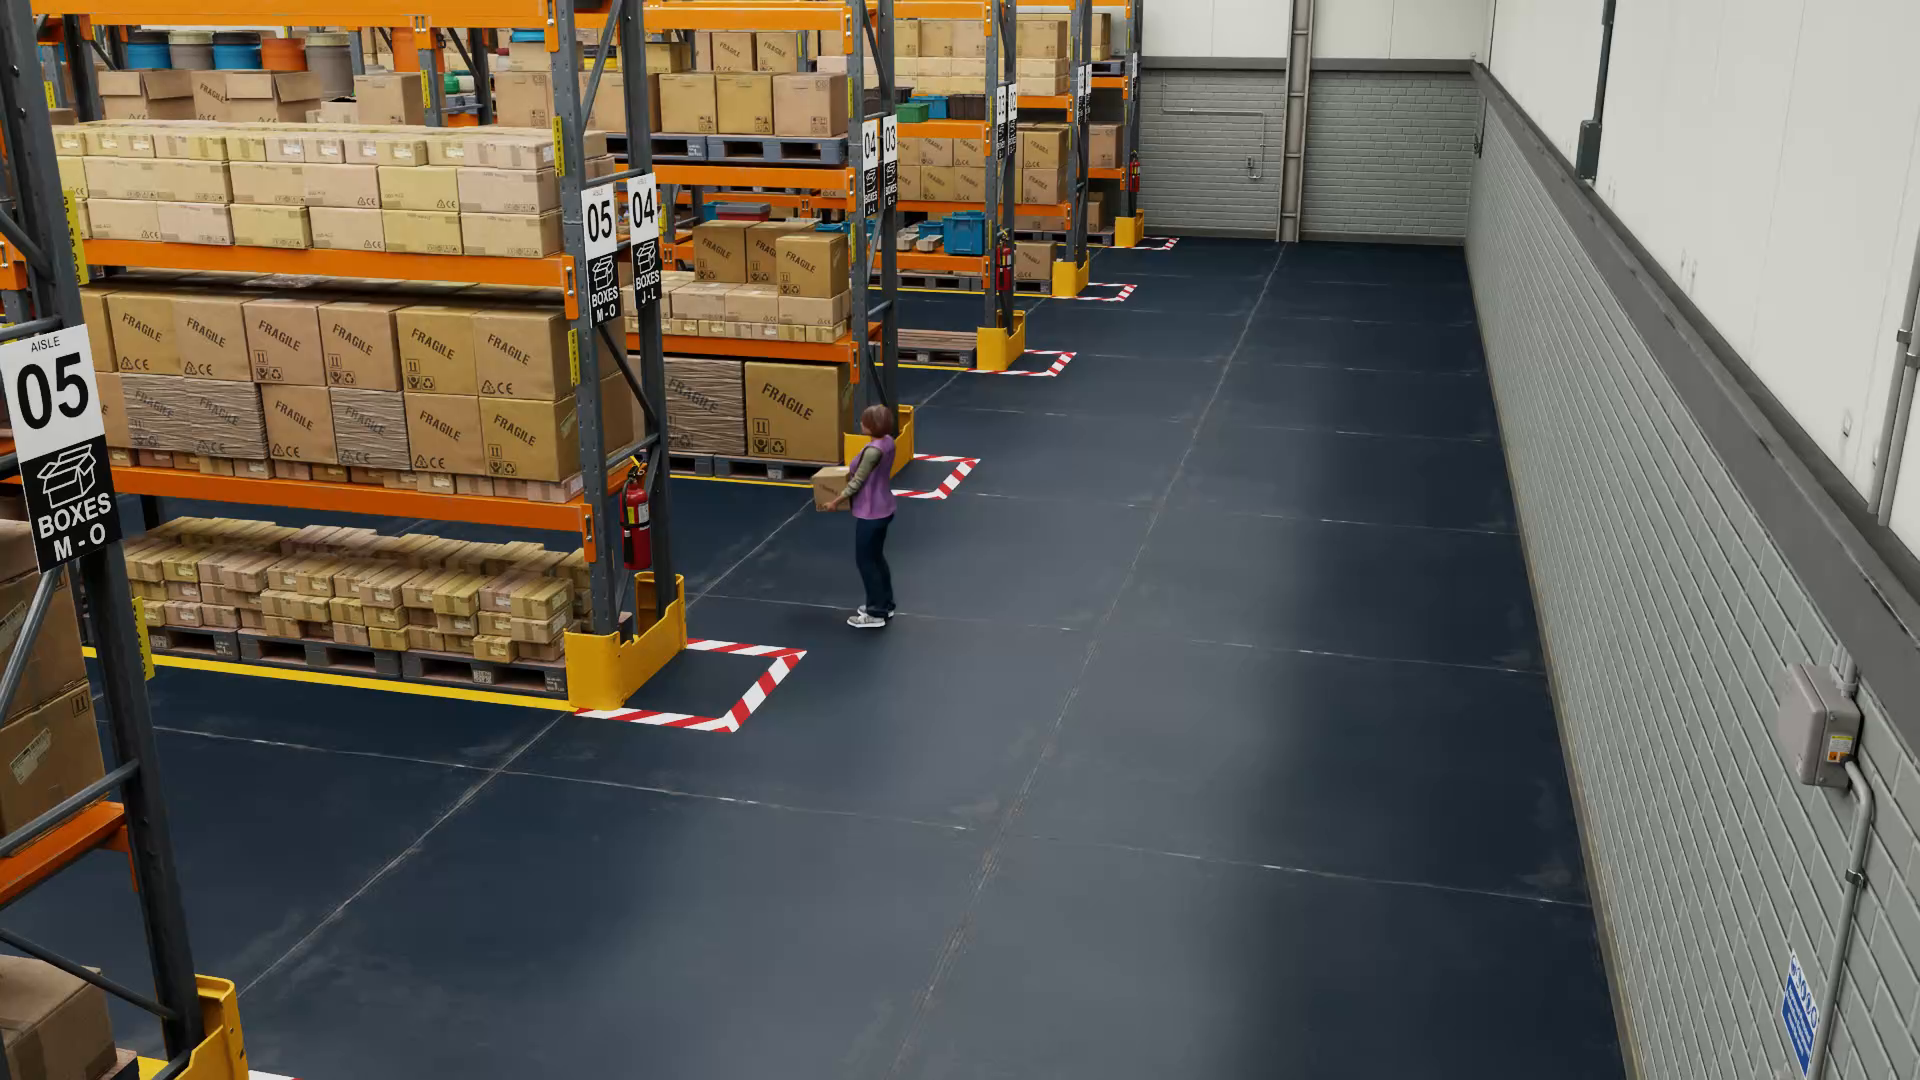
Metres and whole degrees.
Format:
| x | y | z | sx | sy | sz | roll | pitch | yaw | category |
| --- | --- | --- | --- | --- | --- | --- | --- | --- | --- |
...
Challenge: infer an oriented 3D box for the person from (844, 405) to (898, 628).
| x | y | z | sx | sy | sz | roll | pitch | yaw | category |
| --- | --- | --- | --- | --- | --- | --- | --- | --- | --- |
| -0.611 | -0.171 | 11.588 | 0.347 | 1.592 | 0.483 | 3 | 19 | 10 | person |
